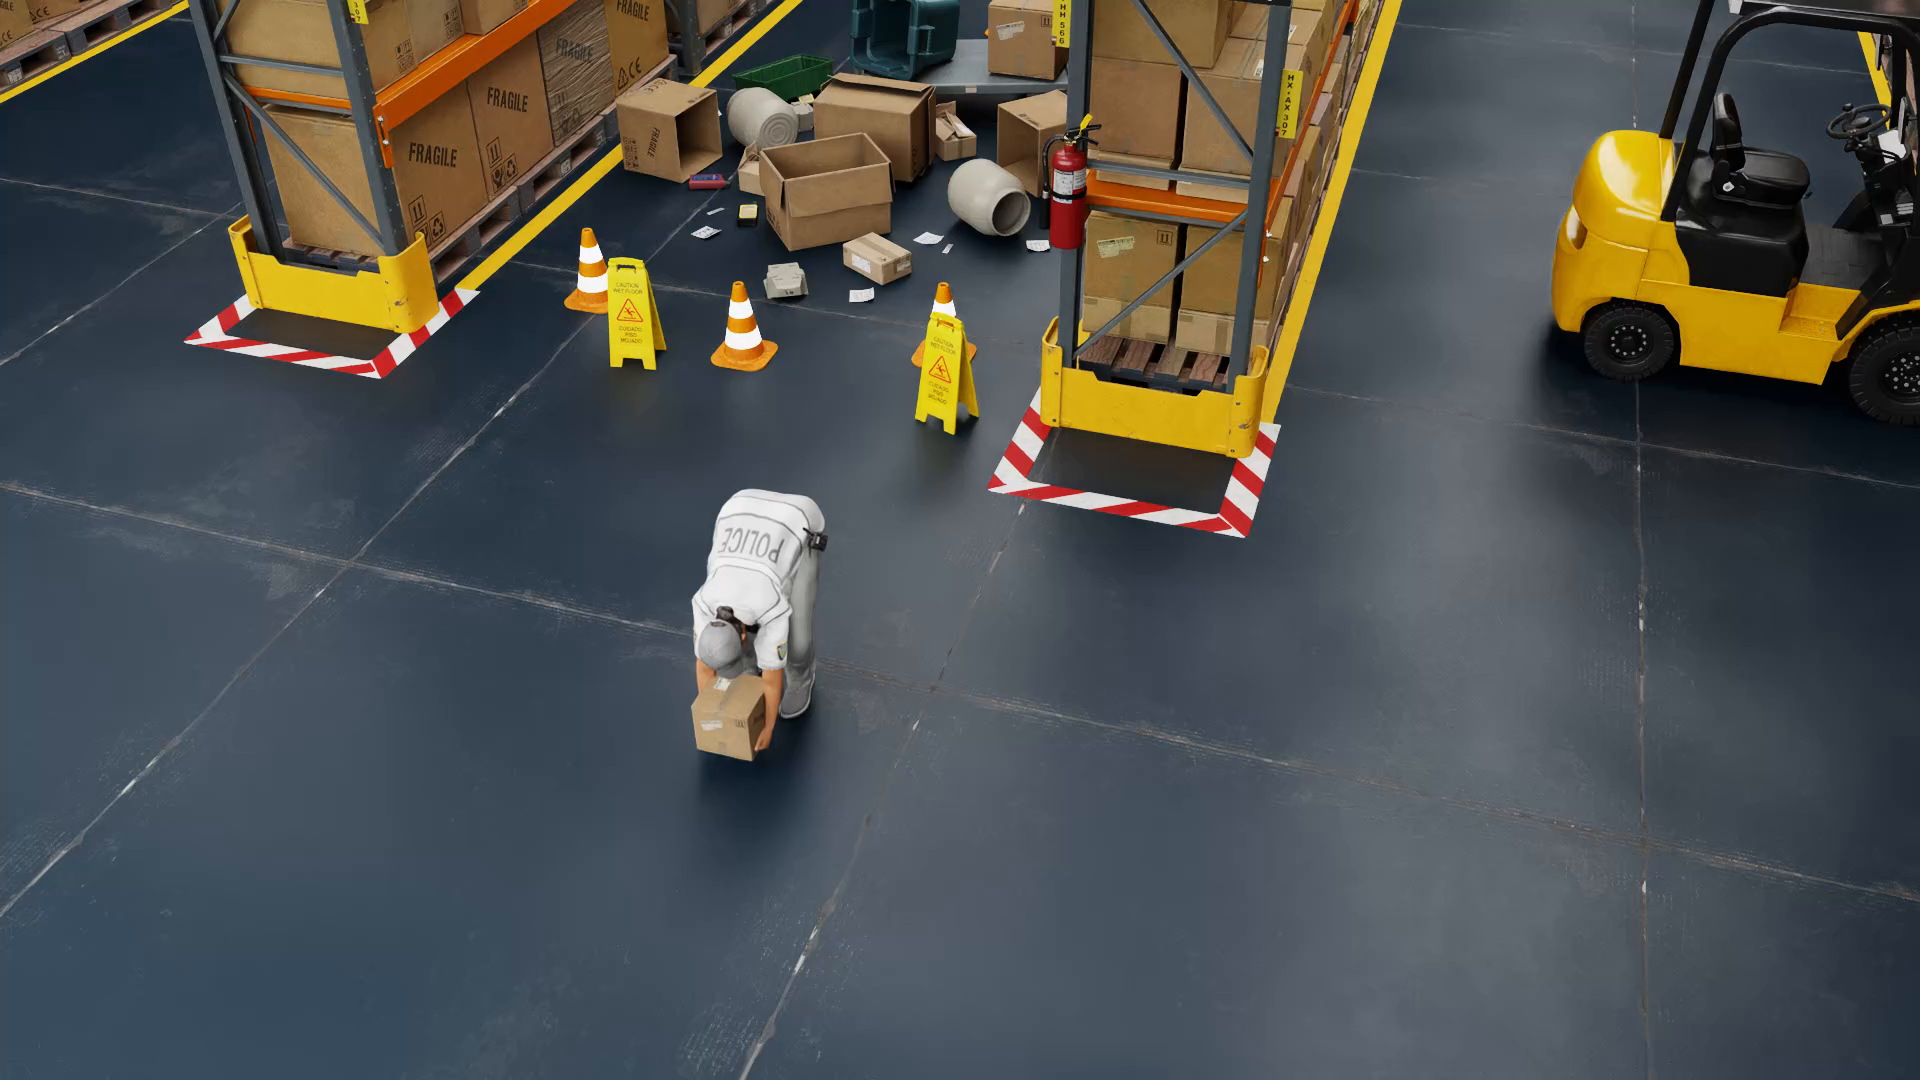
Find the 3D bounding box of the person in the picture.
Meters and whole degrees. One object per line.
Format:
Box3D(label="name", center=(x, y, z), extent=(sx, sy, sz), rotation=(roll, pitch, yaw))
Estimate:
Box3D(label="person", center=(-0.865, 0.358, 6.997), extent=(0.496, 0.965, 0.940), rotation=(9, 38, 12))
